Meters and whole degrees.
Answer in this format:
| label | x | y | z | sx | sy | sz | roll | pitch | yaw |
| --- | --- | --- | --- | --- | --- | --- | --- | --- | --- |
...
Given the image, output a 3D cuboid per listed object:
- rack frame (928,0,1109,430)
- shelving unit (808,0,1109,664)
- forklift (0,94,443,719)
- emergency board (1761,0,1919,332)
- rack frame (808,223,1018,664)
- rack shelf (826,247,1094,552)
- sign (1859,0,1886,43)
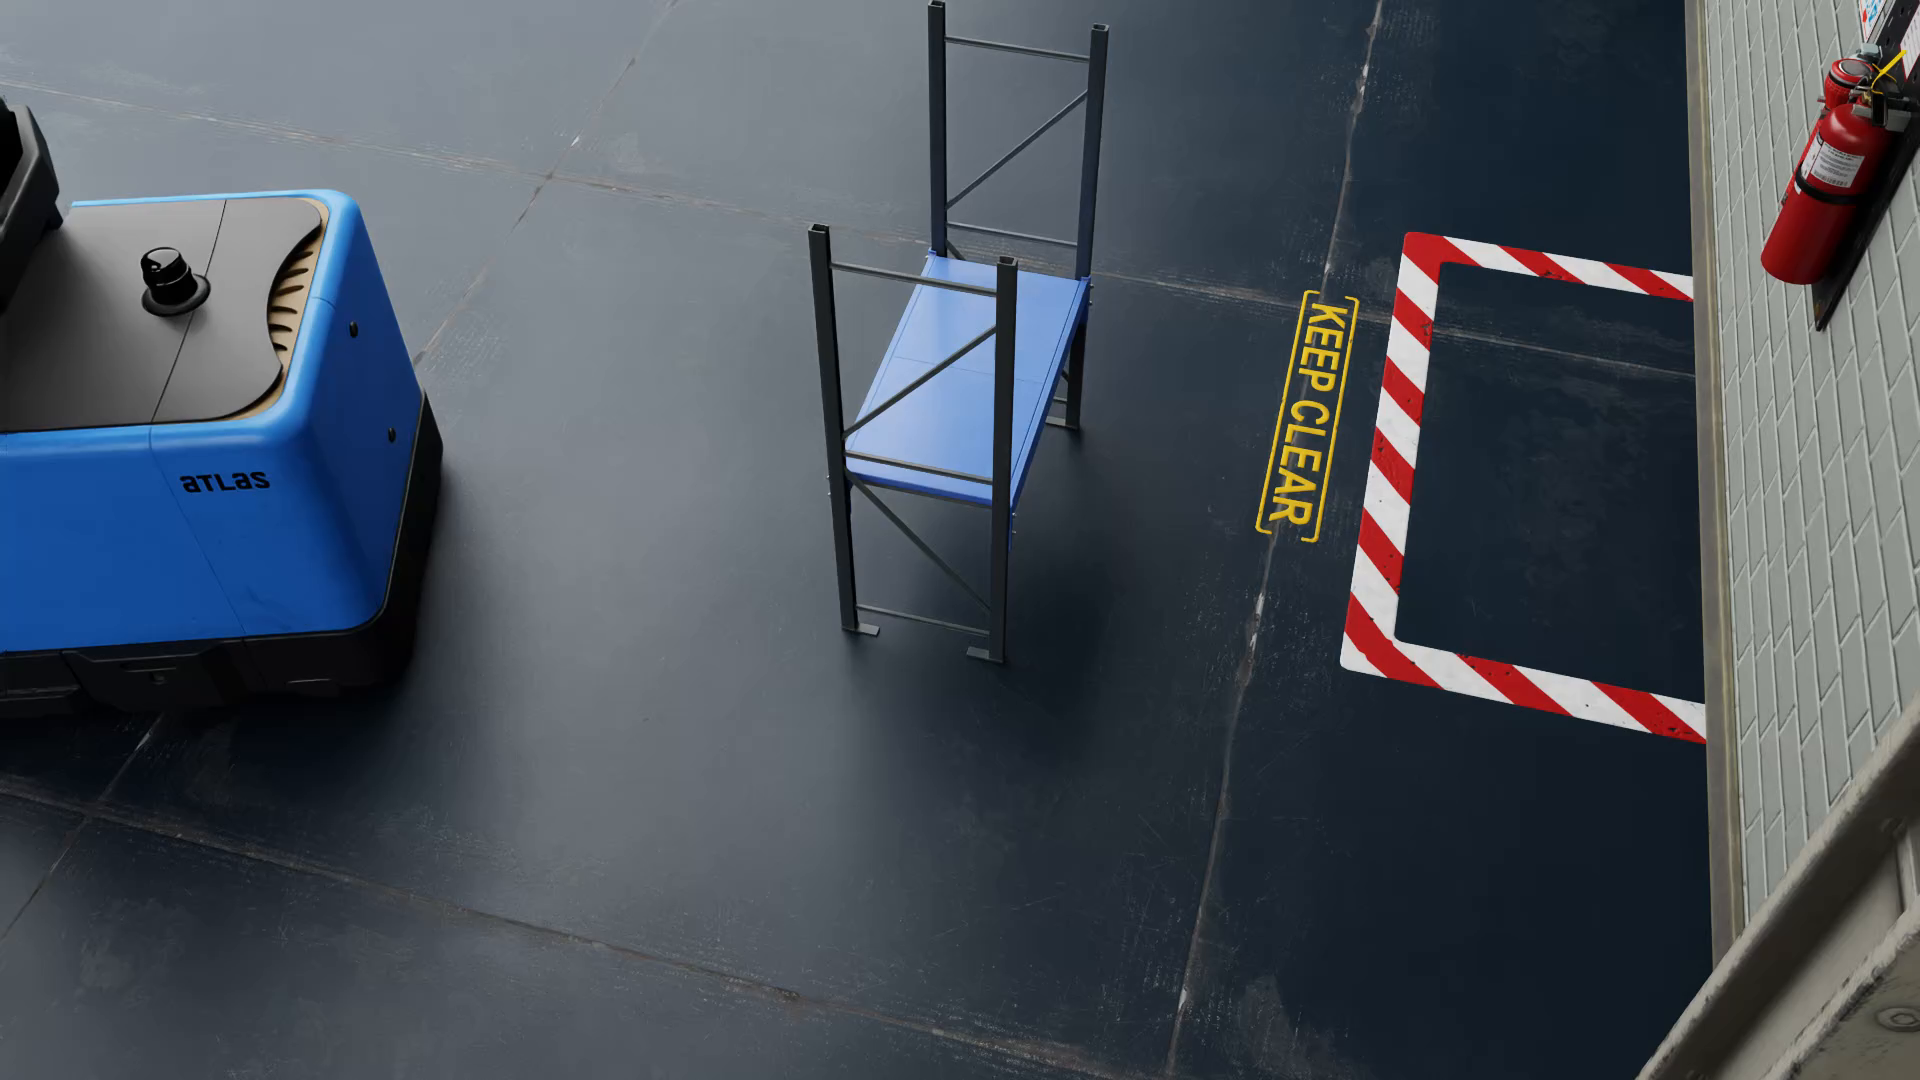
| label | x | y | z | sx | sy | sz | roll | pitch | yaw |
| --- | --- | --- | --- | --- | --- | --- | --- | --- | --- |
| rack frame | 0.156 | -0.926 | 5.067 | 0.500 | 1.500 | 0.032 | 12 | 50 | 10 |
| shelving unit | 0.022 | -0.558 | 4.742 | 0.538 | 1.500 | 1.048 | 12 | 50 | 10 |
| forklift | -3.156 | -0.806 | 4.007 | 3.031 | 2.935 | 1.130 | -4 | 49 | -3 |
| emergency board | 2.329 | -1.193 | 4.302 | 0.194 | 1.169 | 0.643 | 12 | 50 | 10 |
| rack frame | -0.111 | -0.190 | 4.418 | 0.500 | 1.500 | 0.032 | 12 | 50 | 10 |
| rack shelf | 0.022 | -0.439 | 4.877 | 0.538 | 0.185 | 1.000 | 12 | 50 | 10 |
| sign | 2.574 | -1.584 | 4.624 | 0.001 | 0.329 | 0.234 | 12 | 50 | 10 |
